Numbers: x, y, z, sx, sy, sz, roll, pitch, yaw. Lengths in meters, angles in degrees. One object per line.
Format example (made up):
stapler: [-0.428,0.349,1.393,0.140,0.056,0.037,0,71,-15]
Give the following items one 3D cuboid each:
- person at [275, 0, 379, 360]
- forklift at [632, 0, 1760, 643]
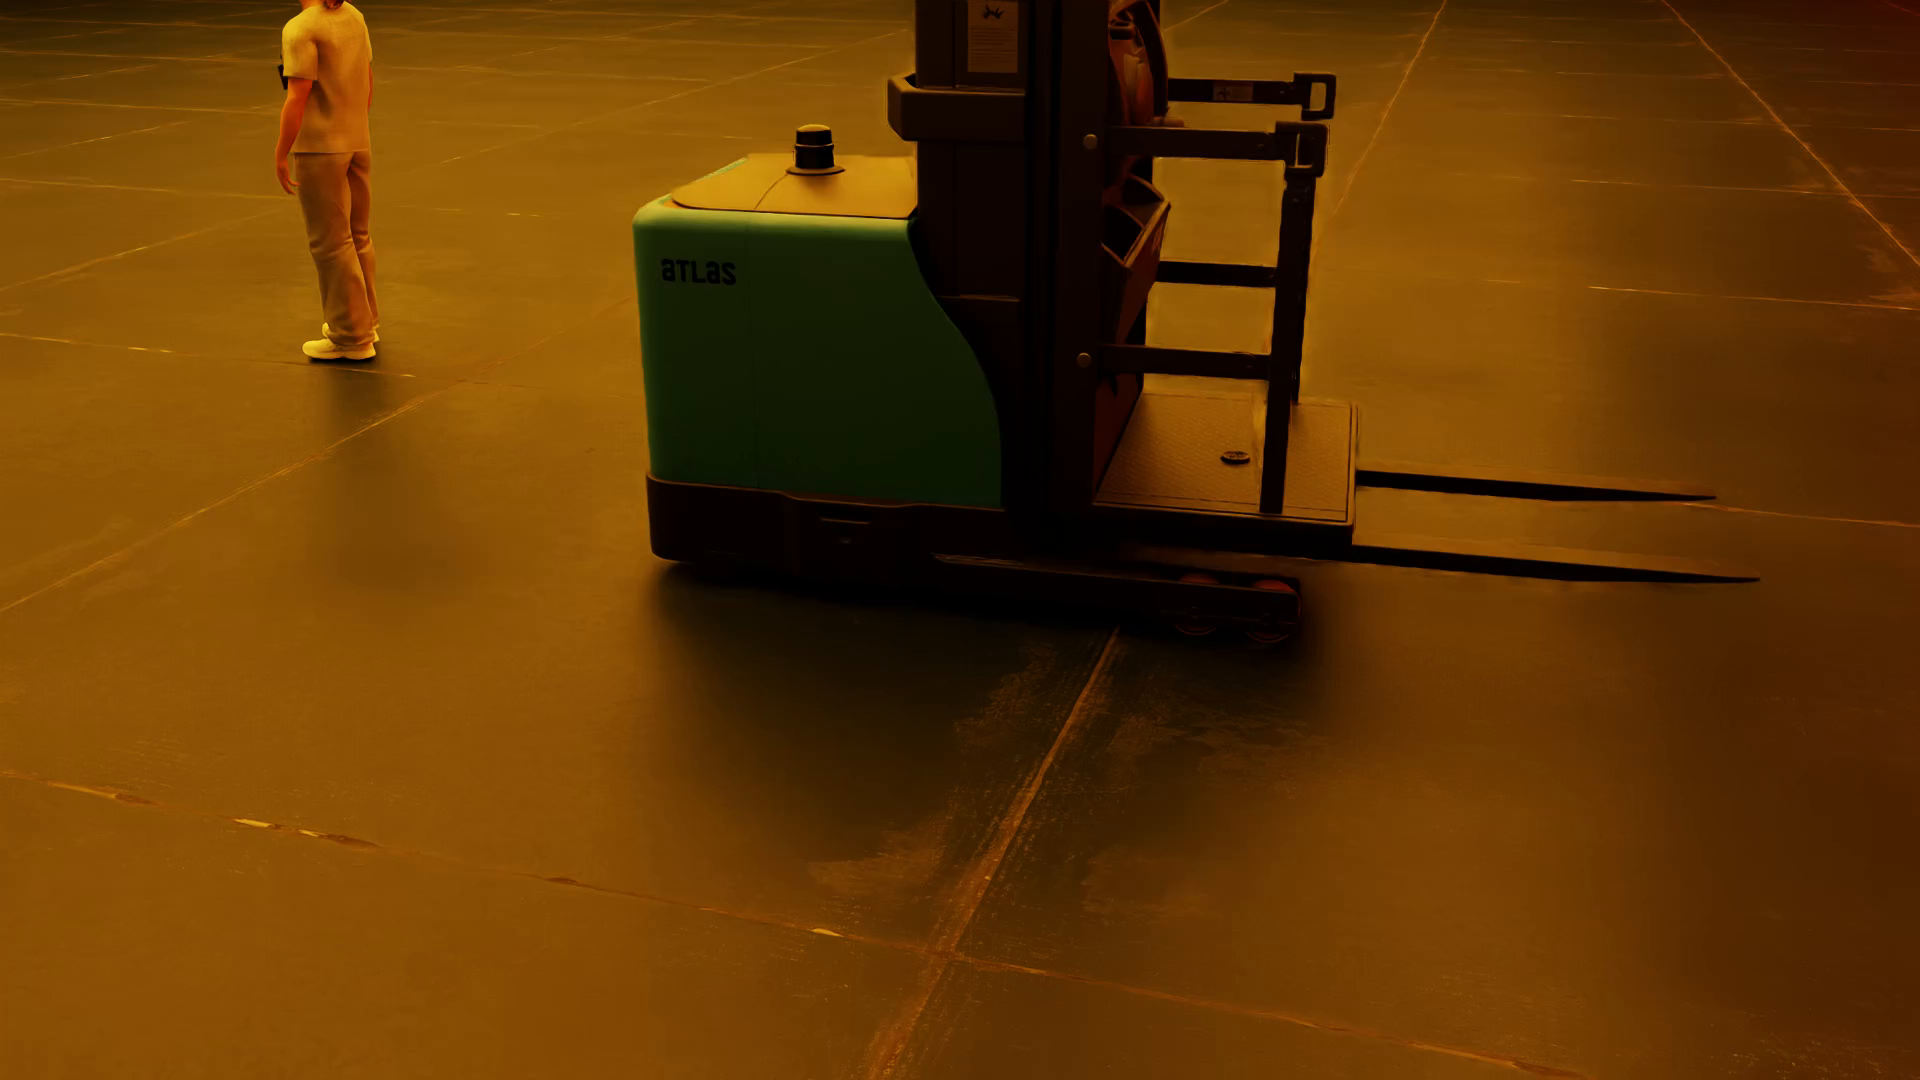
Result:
person: [-2.573,-1.547,6.652,0.549,1.676,0.549,6,23,15]
forklift: [0.667,-1.302,4.434,3.031,2.935,1.130,5,23,12]
